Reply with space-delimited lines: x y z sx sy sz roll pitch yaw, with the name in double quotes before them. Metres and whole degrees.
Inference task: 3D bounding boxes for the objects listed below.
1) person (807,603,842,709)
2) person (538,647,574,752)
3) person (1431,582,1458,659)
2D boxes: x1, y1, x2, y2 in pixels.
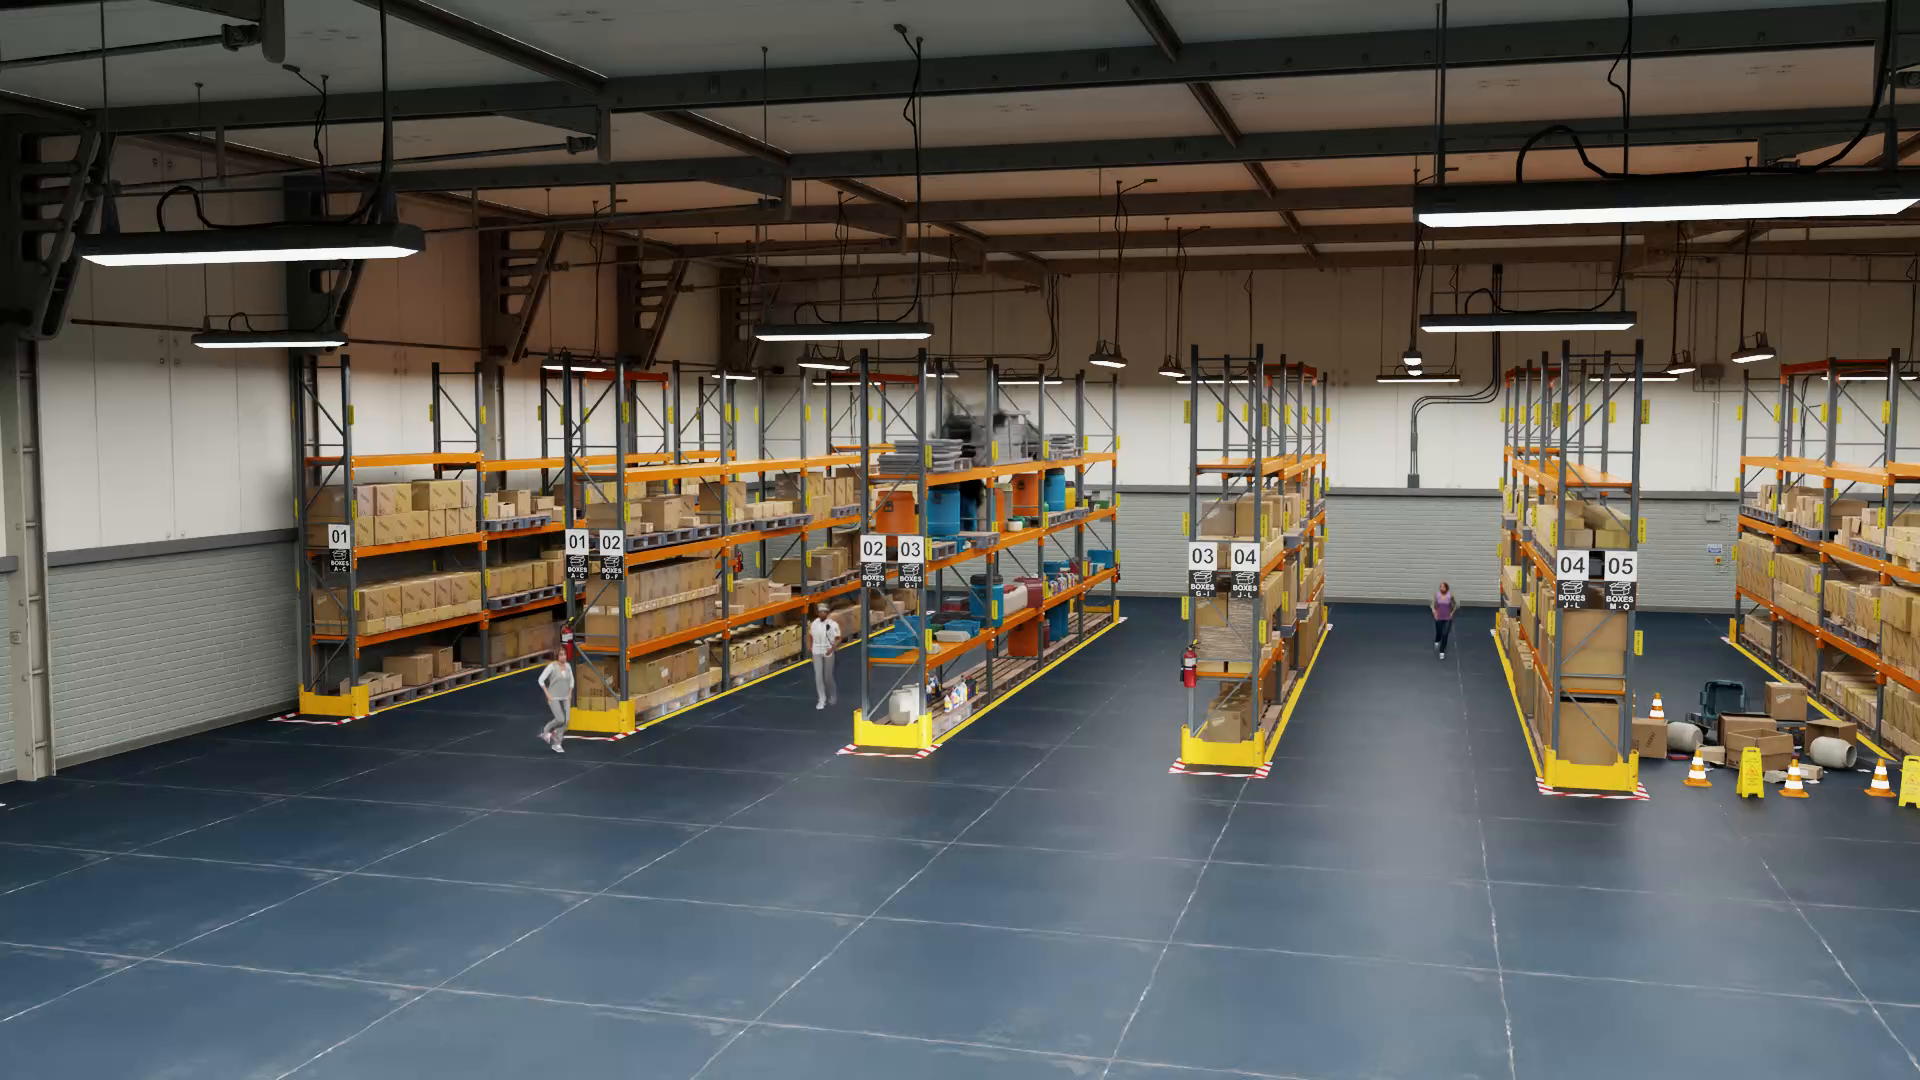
"person" -2.213 1.861 26.953 0.598 1.708 0.640 1 4 14
"person" -6.001 2.377 24.795 0.511 1.571 0.536 4 6 41
"person" 10.042 1.650 34.480 0.537 1.578 0.598 1 5 19
